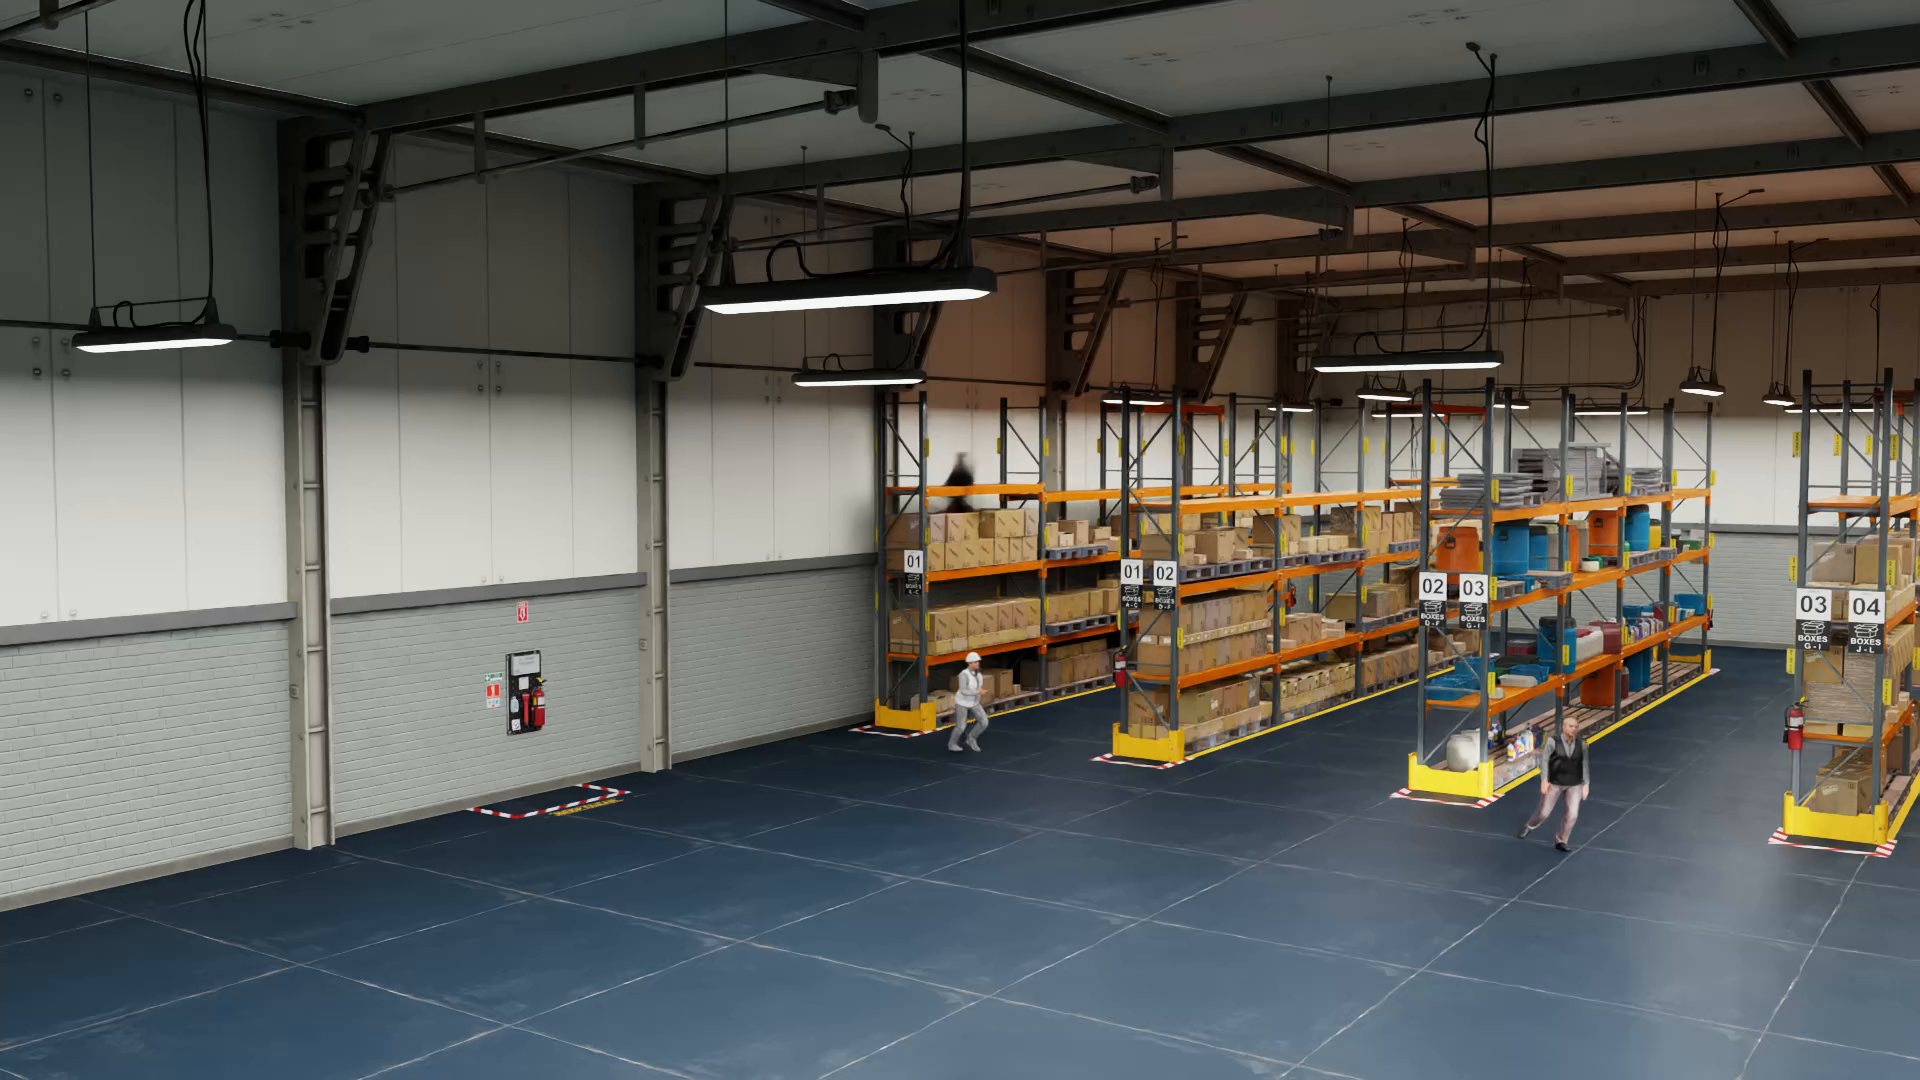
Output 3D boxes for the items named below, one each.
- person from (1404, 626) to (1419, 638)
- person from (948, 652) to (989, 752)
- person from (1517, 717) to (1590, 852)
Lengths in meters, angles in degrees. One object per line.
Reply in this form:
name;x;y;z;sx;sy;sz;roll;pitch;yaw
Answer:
person;11.398;1.843;41.259;0.823;1.756;0.828;2;4;32
person;0.159;2.645;27.079;0.645;1.678;0.931;-3;4;-43
person;7.400;3.014;20.704;0.808;1.661;0.581;0;3;4
